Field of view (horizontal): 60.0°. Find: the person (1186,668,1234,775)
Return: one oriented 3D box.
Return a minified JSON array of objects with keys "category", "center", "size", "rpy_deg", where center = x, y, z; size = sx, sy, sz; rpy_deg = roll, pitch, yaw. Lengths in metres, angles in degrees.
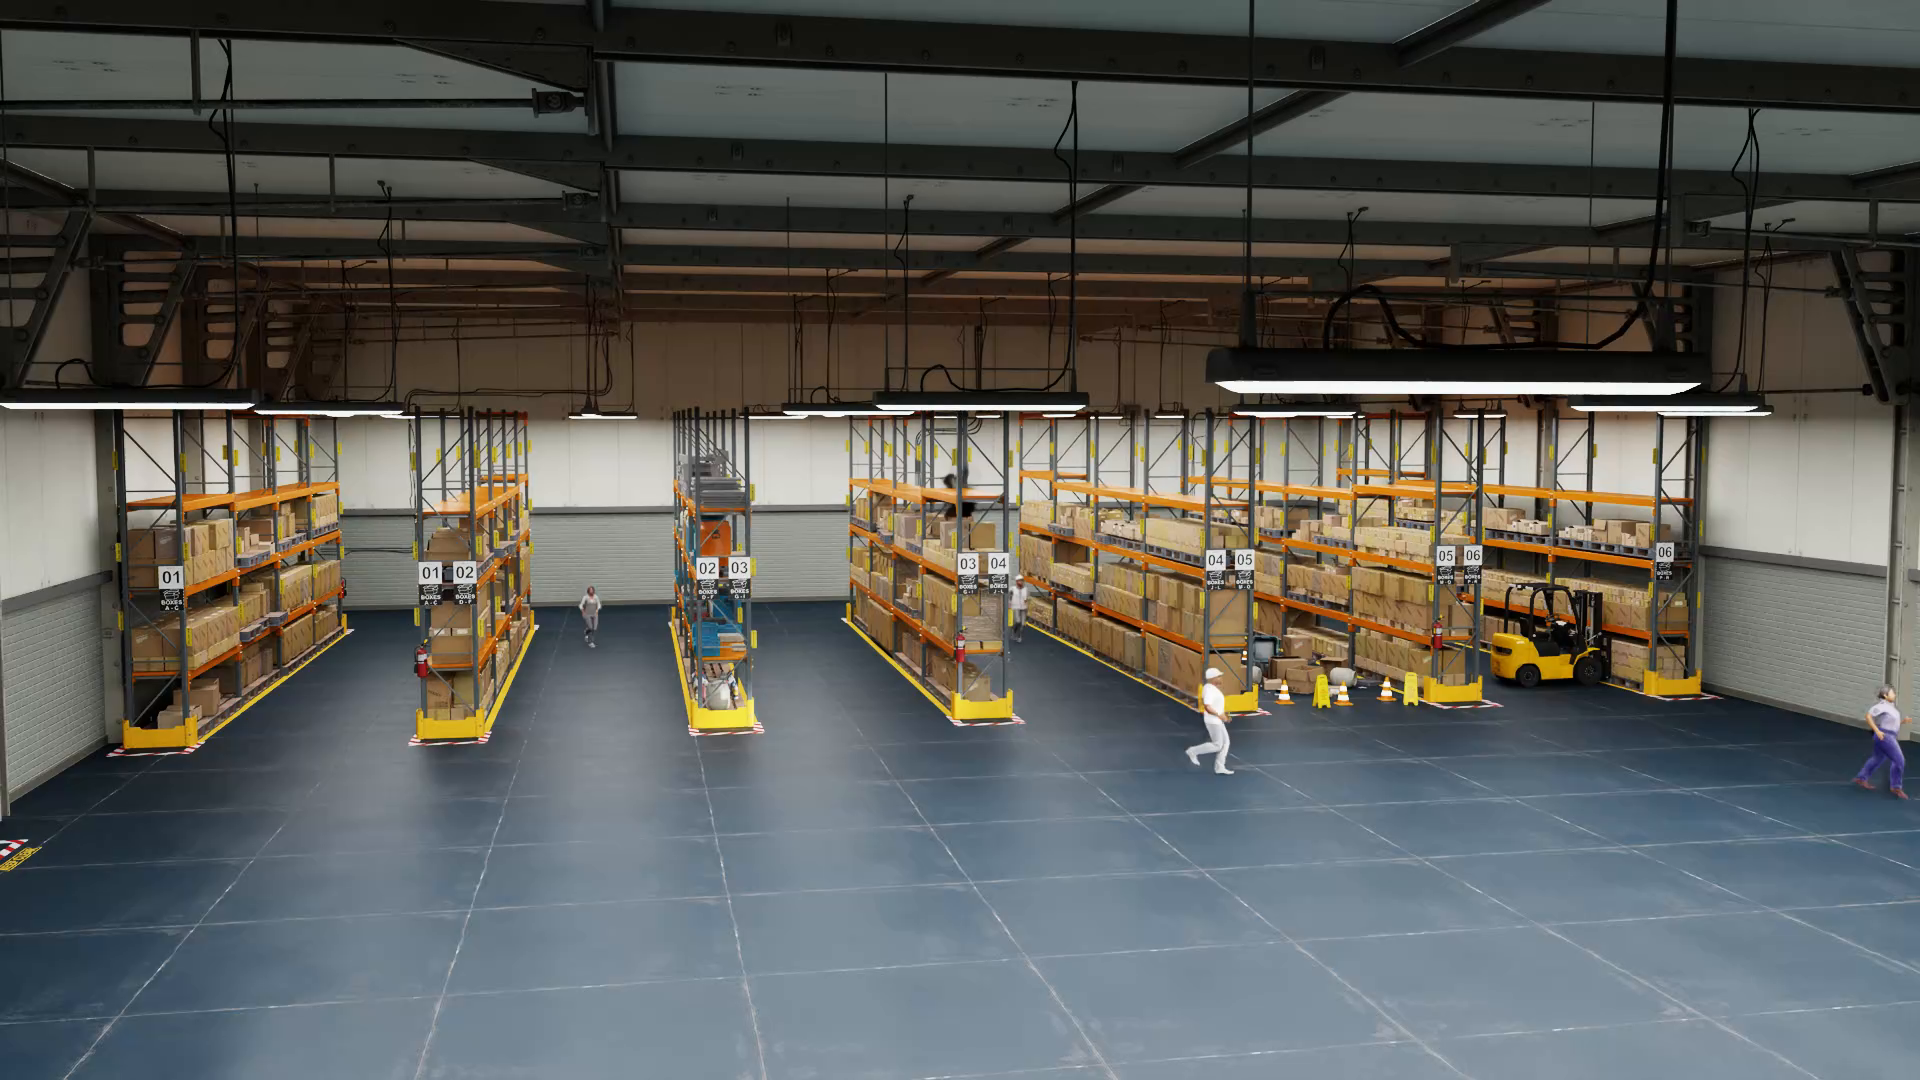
[{"category":"person","center":[4.076,2.946,27.032],"size":[0.779,1.743,0.698],"rpy_deg":[1,4,11]}]

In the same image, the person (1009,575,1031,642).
[{"category":"person","center":[1.538,1.777,43.073],"size":[0.634,1.742,0.663],"rpy_deg":[-1,4,-14]}]

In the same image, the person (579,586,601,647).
[{"category":"person","center":[-9.373,1.948,42.272],"size":[0.536,1.555,0.538],"rpy_deg":[-2,5,-26]}]

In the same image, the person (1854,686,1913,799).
[{"category":"person","center":[14.162,3.098,25.490],"size":[0.754,1.691,0.580],"rpy_deg":[2,5,32]}]
